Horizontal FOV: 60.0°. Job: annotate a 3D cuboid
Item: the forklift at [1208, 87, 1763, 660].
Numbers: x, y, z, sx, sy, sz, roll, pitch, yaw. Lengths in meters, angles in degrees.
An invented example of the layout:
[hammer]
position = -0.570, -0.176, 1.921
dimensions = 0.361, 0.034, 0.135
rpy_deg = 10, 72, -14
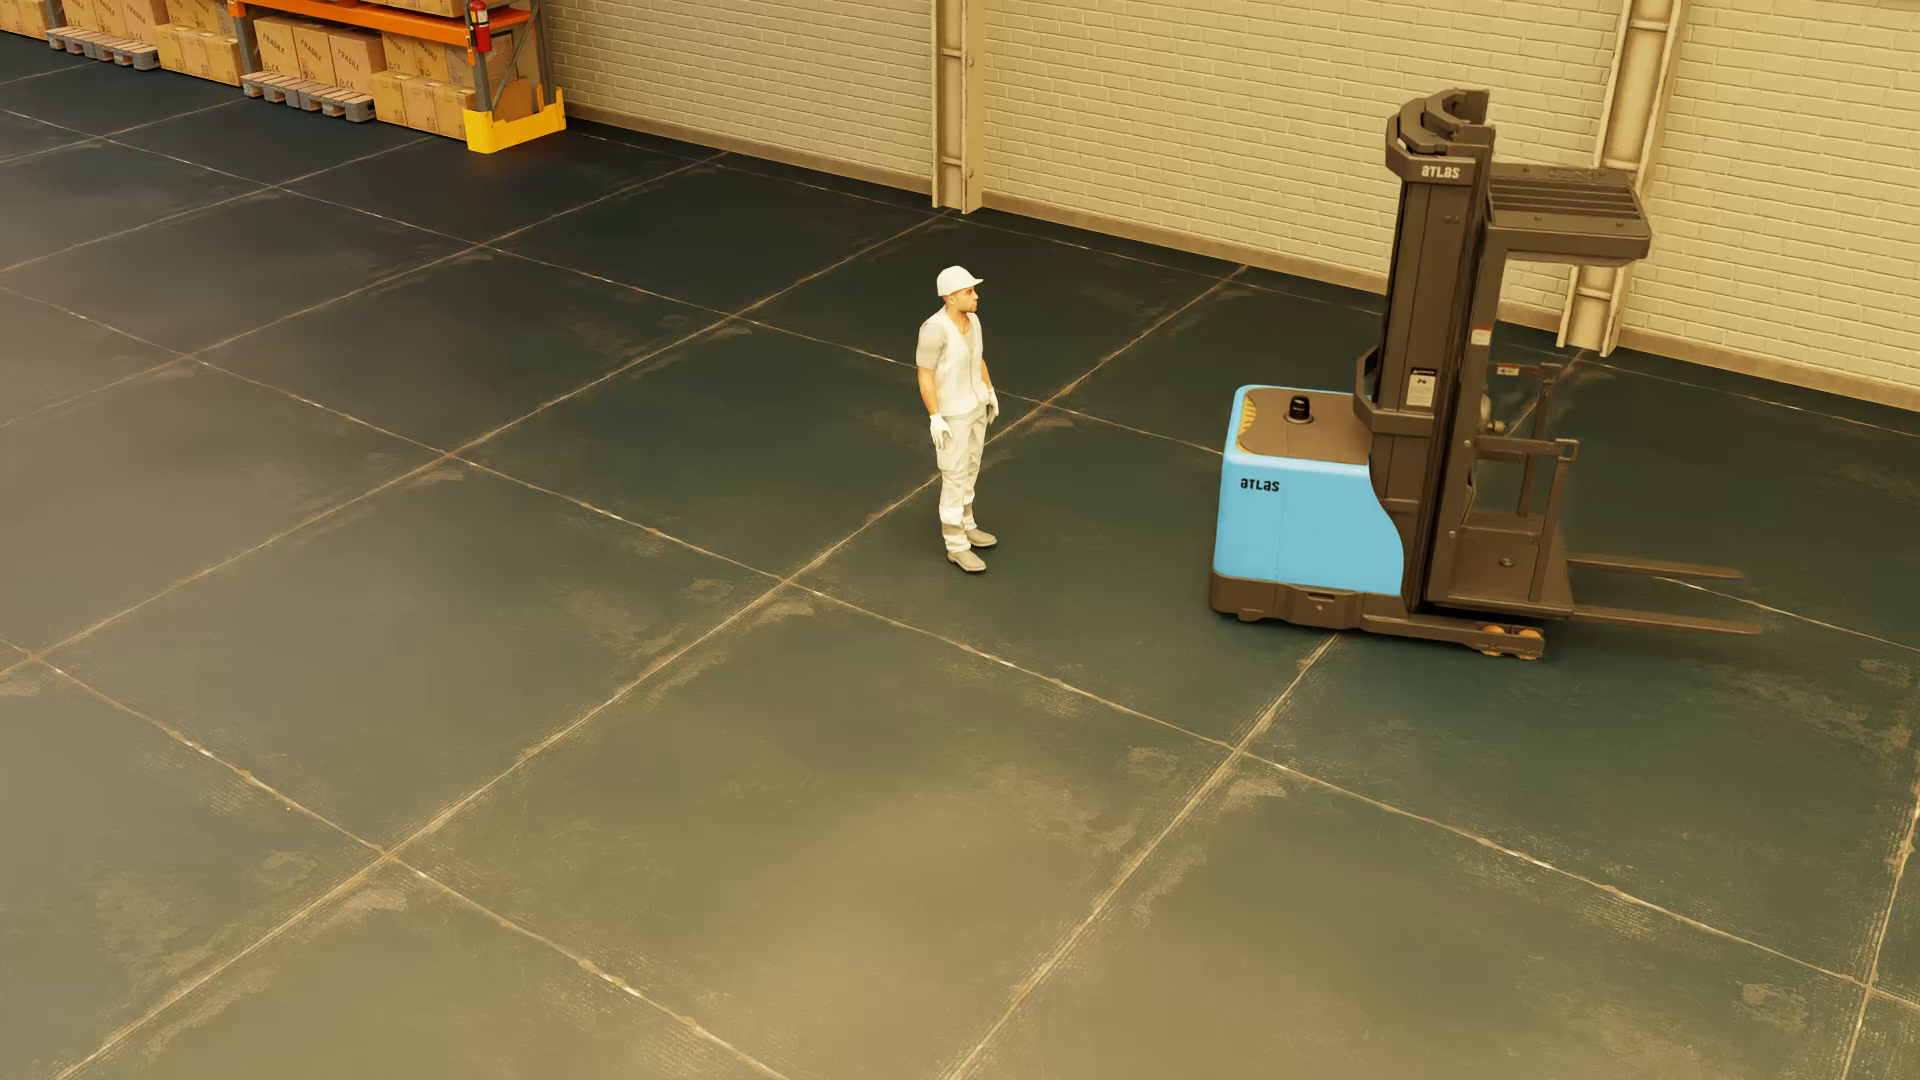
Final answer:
[forklift]
position = 3.024, -0.887, 9.109
dimensions = 3.031, 2.935, 1.130
rpy_deg = 6, 31, 11

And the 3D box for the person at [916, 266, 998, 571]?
[person]
position = 0.060, -0.753, 9.999
dimensions = 0.562, 1.790, 0.637
rpy_deg = 19, 35, 29
